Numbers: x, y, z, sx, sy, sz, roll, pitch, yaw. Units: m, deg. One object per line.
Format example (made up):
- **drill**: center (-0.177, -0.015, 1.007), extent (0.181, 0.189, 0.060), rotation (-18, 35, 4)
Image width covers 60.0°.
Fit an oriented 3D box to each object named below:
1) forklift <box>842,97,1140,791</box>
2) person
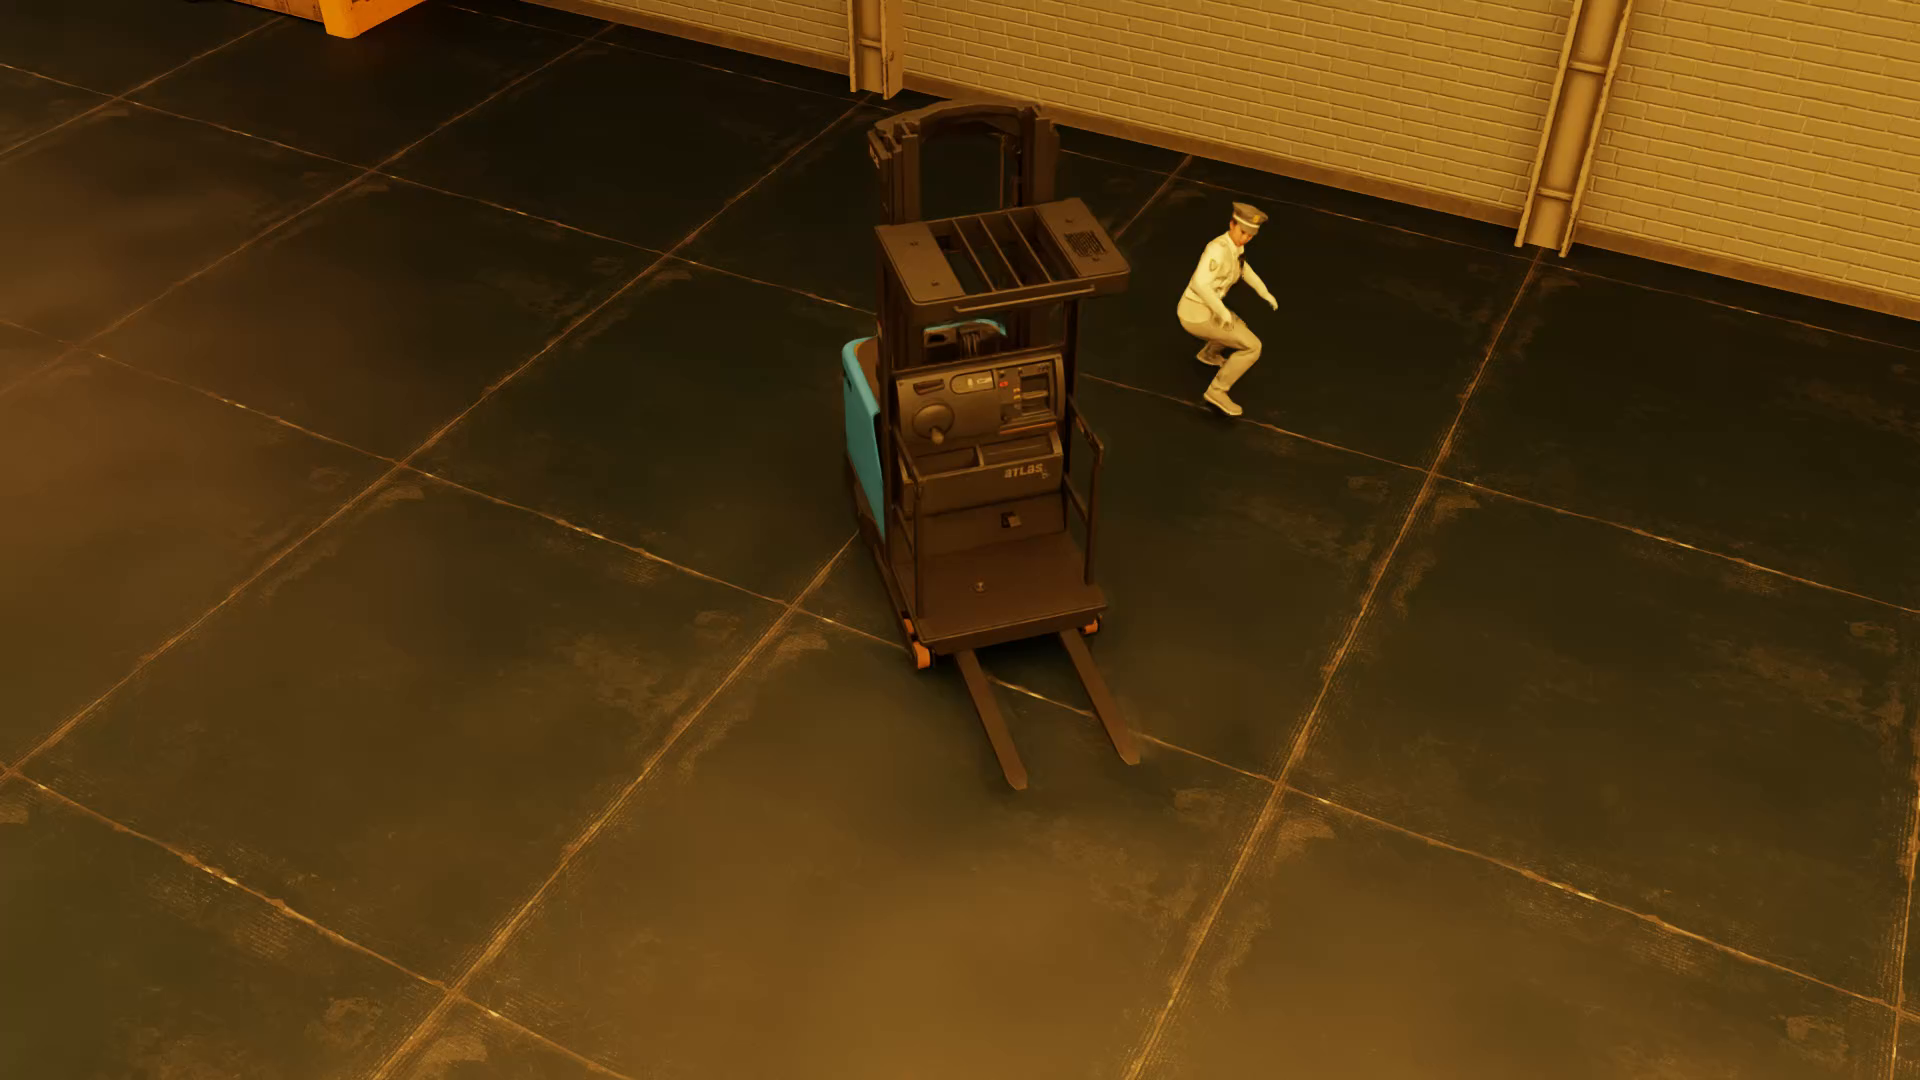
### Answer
- **forklift**: center (0.178, -0.680, 8.794), extent (1.130, 2.935, 3.031), rotation (-11, 41, -12)
- **person**: center (1.778, -1.557, 11.045), extent (0.653, 1.468, 0.839), rotation (8, 41, 10)
